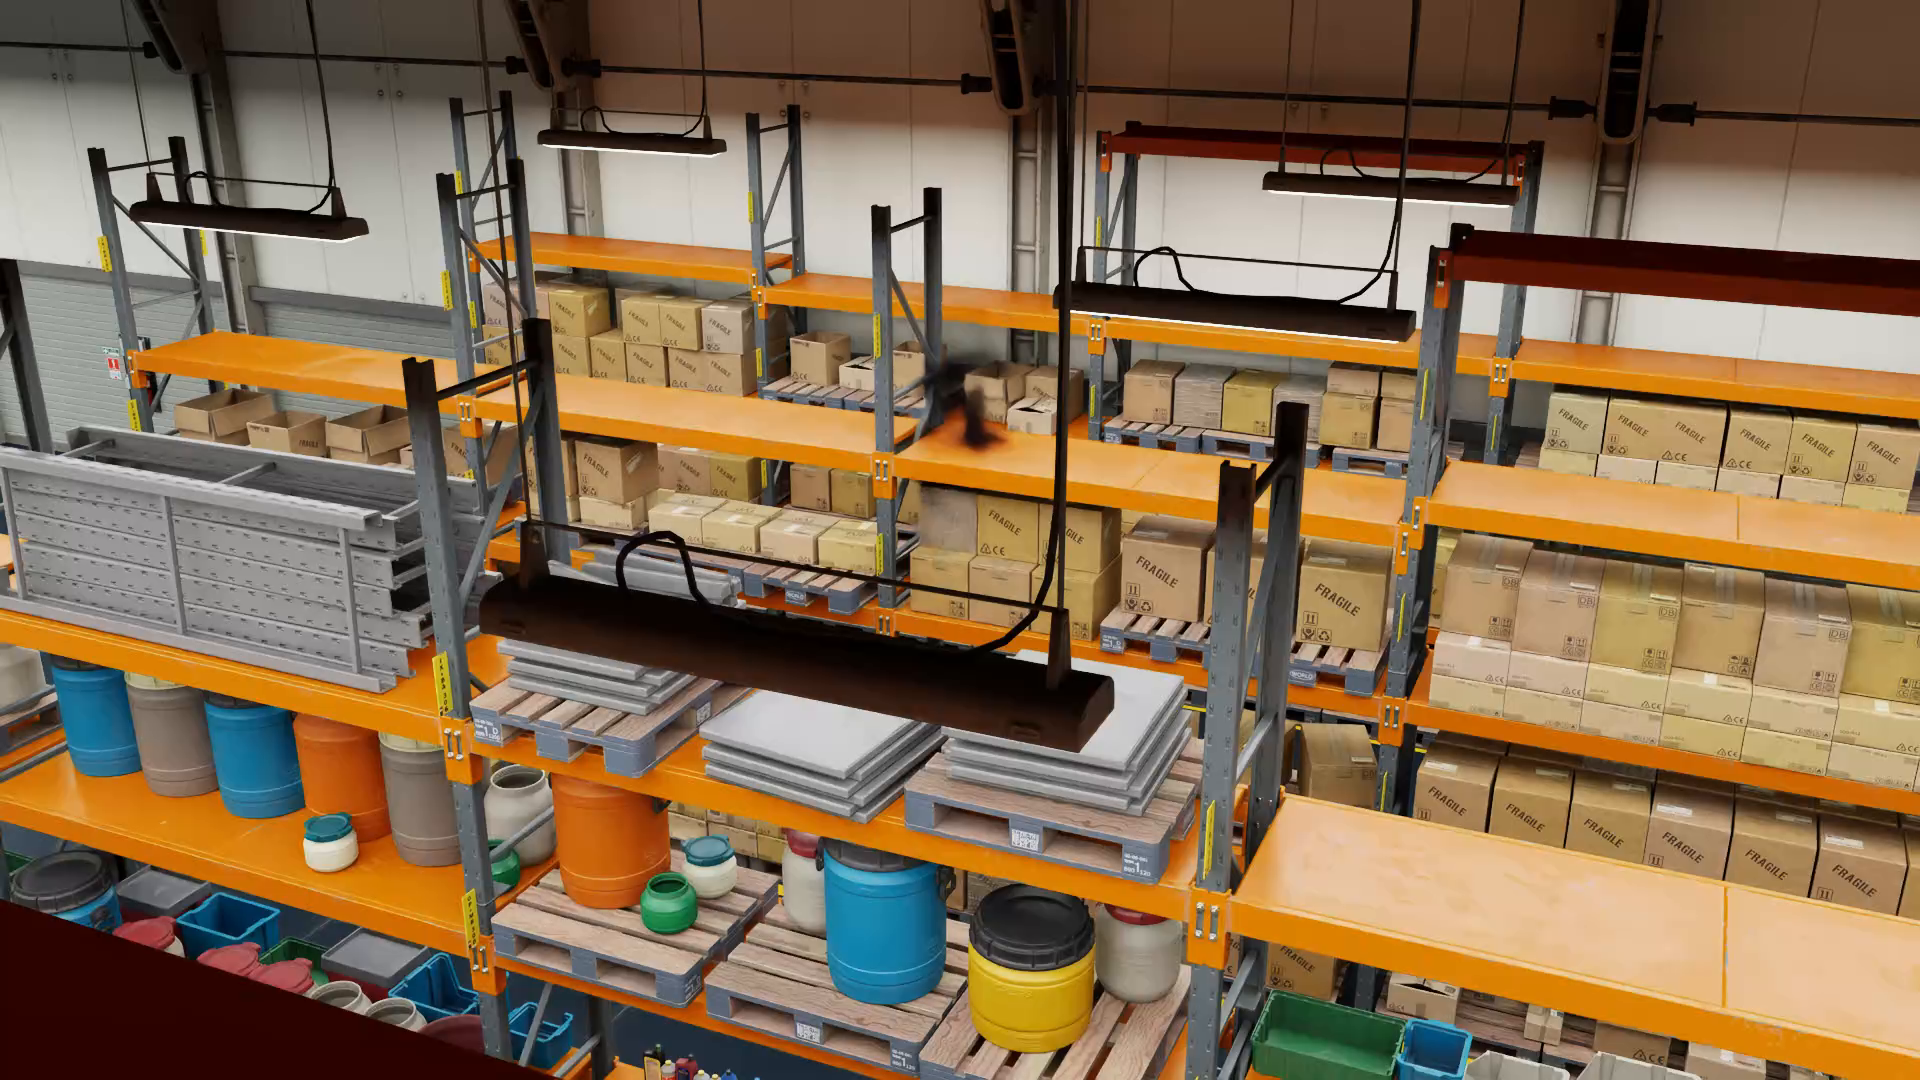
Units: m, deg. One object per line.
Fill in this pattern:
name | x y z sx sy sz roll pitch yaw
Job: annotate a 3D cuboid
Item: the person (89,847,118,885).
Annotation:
person | -7.043 2.439 13.903 0.701 1.608 0.581 7 22 19
